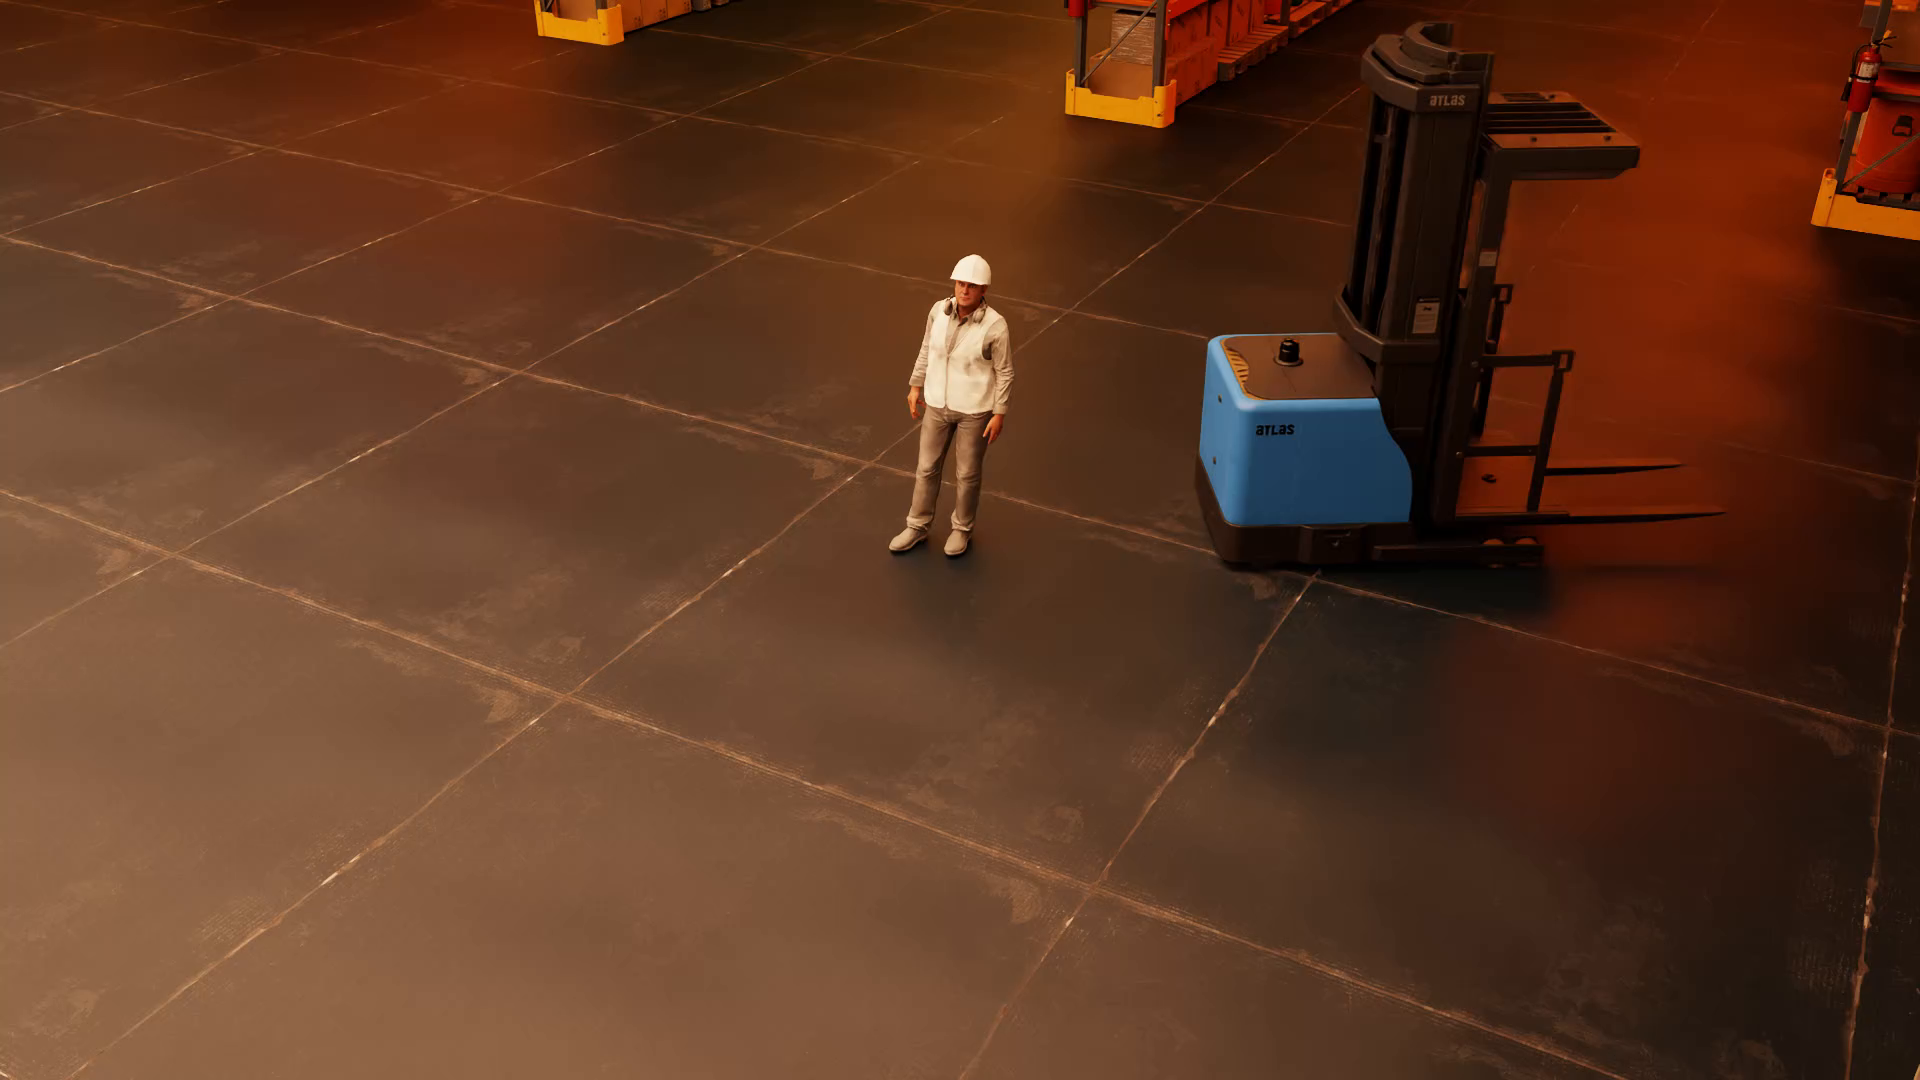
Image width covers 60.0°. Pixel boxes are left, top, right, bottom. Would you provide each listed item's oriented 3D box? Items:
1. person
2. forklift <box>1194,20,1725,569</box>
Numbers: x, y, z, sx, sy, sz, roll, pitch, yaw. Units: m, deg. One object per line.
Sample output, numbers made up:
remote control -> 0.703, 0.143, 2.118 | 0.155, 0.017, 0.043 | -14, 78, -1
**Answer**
person -> -0.041, -0.750, 9.514 | 0.624, 1.773, 0.568 | 15, 33, 25
forklift -> 3.006, -1.371, 9.445 | 3.031, 2.935, 1.130 | -1, 30, -2
